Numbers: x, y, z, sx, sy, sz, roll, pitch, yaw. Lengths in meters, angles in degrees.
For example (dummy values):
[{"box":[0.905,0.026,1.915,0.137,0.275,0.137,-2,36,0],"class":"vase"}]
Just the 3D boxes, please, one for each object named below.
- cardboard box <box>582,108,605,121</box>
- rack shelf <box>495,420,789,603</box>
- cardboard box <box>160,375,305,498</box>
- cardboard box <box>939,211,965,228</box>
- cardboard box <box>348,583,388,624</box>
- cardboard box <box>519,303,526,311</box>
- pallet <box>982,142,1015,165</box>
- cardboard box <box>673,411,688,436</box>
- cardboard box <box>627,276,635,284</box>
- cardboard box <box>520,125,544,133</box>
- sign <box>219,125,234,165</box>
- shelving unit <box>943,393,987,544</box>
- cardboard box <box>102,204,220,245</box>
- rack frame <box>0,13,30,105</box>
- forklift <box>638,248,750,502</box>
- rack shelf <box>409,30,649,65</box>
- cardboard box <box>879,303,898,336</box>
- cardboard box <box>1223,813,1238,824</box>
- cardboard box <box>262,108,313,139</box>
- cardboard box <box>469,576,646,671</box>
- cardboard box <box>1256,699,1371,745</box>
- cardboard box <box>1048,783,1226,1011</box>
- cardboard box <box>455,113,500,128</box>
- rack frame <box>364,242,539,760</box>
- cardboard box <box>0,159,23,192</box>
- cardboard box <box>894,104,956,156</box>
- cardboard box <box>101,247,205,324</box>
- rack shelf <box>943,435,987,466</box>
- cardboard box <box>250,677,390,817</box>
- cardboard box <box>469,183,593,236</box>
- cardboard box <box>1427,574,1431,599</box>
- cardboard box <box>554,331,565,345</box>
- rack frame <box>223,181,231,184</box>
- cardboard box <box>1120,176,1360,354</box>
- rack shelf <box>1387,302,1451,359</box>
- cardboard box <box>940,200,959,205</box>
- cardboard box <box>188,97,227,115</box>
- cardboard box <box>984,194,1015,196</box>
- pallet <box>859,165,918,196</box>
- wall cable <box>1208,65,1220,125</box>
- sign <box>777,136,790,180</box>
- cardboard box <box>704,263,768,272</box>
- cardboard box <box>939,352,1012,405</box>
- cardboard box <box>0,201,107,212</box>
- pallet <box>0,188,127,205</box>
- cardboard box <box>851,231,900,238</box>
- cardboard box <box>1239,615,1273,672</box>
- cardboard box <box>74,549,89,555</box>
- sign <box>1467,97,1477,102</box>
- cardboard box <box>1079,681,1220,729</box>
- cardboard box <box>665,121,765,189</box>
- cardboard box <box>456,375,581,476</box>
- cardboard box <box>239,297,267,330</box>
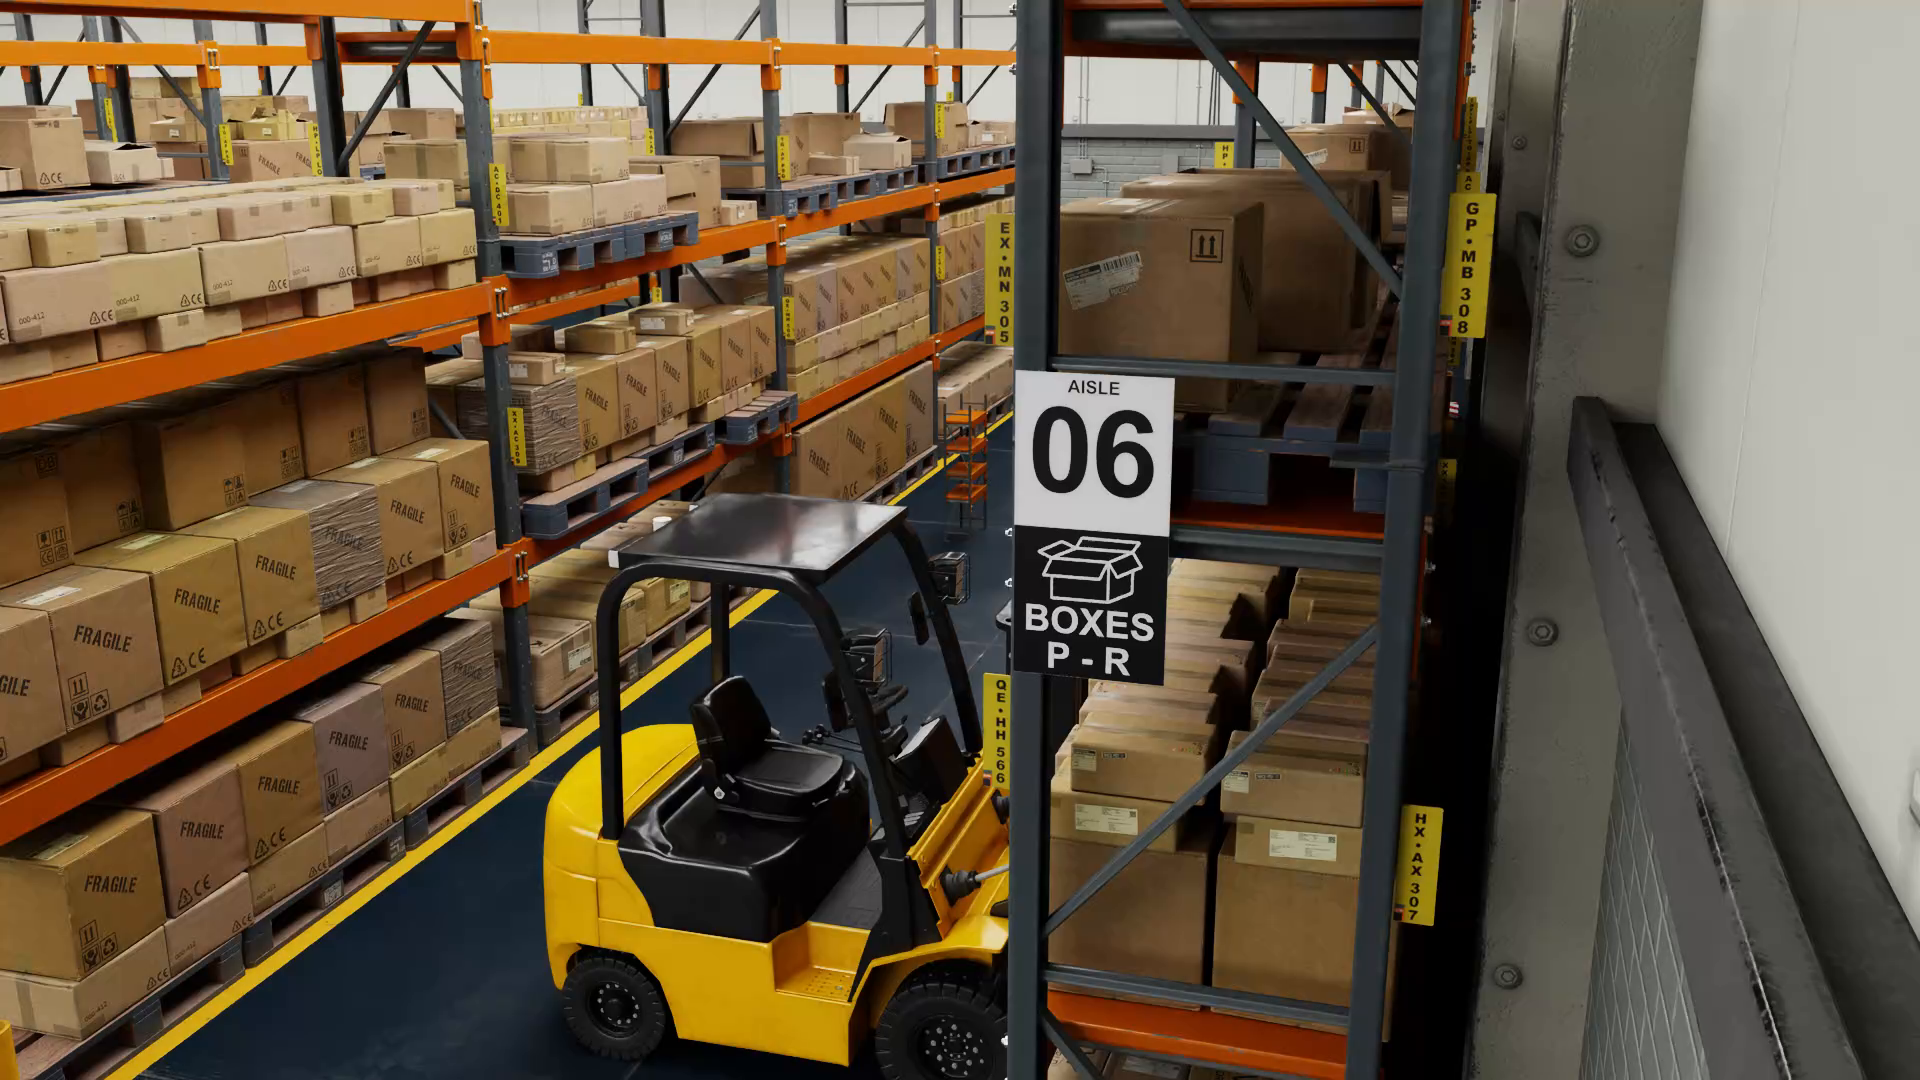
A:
[{"box":[-4.511,-5.126,20.035,0.380,0.149,0.250,4,16,15],"class":"cardboard box"},{"box":[-2.428,-0.376,11.476,1.077,0.370,4.000,5,16,16],"class":"rack shelf"},{"box":[-3.664,-0.511,8.075,0.700,0.500,0.500,4,16,15],"class":"cardboard box"},{"box":[-0.165,-3.394,17.594,0.380,0.149,0.250,5,16,15],"class":"cardboard box"},{"box":[-3.081,0.296,8.249,0.380,0.149,0.250,4,16,15],"class":"cardboard box"},{"box":[-5.101,-2.650,18.637,0.380,0.149,0.250,5,17,17],"class":"cardboard box"},{"box":[0.213,-4.544,19.517,1.003,0.211,1.213,5,16,16],"class":"pallet"},{"box":[-2.092,-0.811,11.382,0.380,0.149,0.250,4,16,14],"class":"cardboard box"},{"box":[-4.346,-3.339,21.063,0.380,0.149,0.250,4,16,15],"class":"cardboard box"},{"box":[-4.984,-4.498,18.552,0.500,0.250,0.500,5,16,16],"class":"cardboard box"},{"box":[-6.104,-3.287,13.833,0.100,0.325,0.005,5,16,16],"class":"sign"},{"box":[0.047,-0.621,14.318,0.258,1.200,0.503,5,16,16],"class":"shelving unit"},{"box":[-3.374,-1.331,7.027,0.380,0.149,0.250,5,17,17],"class":"cardboard box"},{"box":[-13.836,-7.377,23.846,1.000,3.000,0.127,5,16,16],"class":"rack frame"},{"box":[-2.637,-1.950,15.833,1.130,2.935,3.031,5,16,16],"class":"forklift"},{"box":[-4.929,-5.711,19.297,1.077,0.370,4.000,5,16,16],"class":"rack shelf"},{"box":[-0.891,-2.059,15.449,0.500,0.250,0.500,5,17,17],"class":"cardboard box"},{"box":[0.981,0.733,4.875,0.380,0.149,0.250,5,16,16],"class":"cardboard box"},{"box":[-6.074,-3.751,14.974,0.396,0.266,0.258,5,16,16],"class":"cardboard box"},{"box":[-2.649,0.538,10.983,0.950,0.372,0.625,6,17,19],"class":"cardboard box"},{"box":[1.063,0.592,4.826,0.380,0.149,0.250,5,17,18],"class":"cardboard box"},{"box":[0.515,1.035,5.002,0.500,0.500,0.500,4,16,15],"class":"cardboard box"},{"box":[-5.183,-4.510,17.863,0.380,0.149,0.250,4,16,15],"class":"cardboard box"},{"box":[-2.996,-0.199,9.533,1.000,3.000,0.127,5,16,16],"class":"rack frame"},{"box":[-7.036,-2.658,11.999,0.396,0.266,0.258,5,16,16],"class":"cardboard box"},{"box":[-0.354,-4.171,16.903,0.500,0.500,0.500,5,17,17],"class":"cardboard box"},{"box":[-3.459,-1.045,6.750,0.500,0.250,0.500,5,17,18],"class":"cardboard box"},{"box":[0.047,-0.771,14.276,0.258,0.148,0.480,5,16,16],"class":"rack shelf"},{"box":[-3.194,1.004,8.189,0.500,0.500,0.500,6,17,19],"class":"cardboard box"},{"box":[-2.446,-1.893,9.516,0.500,0.250,0.500,4,16,14],"class":"cardboard box"},{"box":[2.167,0.148,8.584,0.500,0.250,0.500,5,17,17],"class":"cardboard box"},{"box":[-2.645,-1.132,11.326,0.500,0.500,0.500,4,16,14],"class":"cardboard box"},{"box":[-6.634,-1.603,14.482,1.000,3.000,0.127,5,16,16],"class":"rack frame"},{"box":[0.906,-0.904,5.388,0.700,0.500,0.500,5,17,16],"class":"cardboard box"},{"box":[2.332,-1.435,9.713,1.077,0.370,4.000,5,16,16],"class":"rack shelf"},{"box":[-0.224,-3.832,19.137,0.380,0.149,0.250,5,17,16],"class":"cardboard box"},{"box":[-9.618,-5.277,20.804,0.700,0.500,0.500,5,17,18],"class":"cardboard box"},{"box":[0.504,-4.070,19.977,0.380,0.149,0.250,5,17,17],"class":"cardboard box"},{"box":[-0.936,-3.399,15.670,0.805,0.209,1.217,4,16,14],"class":"pallet"},{"box":[5.141,-7.467,24.097,2.988,3.039,0.133,5,16,16],"class":"wall cable"},{"box":[-1.340,-2.894,12.592,0.100,0.325,0.005,5,16,16],"class":"sign"},{"box":[-1.826,-2.065,14.096,0.500,0.500,0.500,5,17,17],"class":"cardboard box"},{"box":[0.070,-1.887,19.411,0.875,0.438,0.875,5,17,17],"class":"cardboard box"},{"box":[-3.916,-1.373,7.176,0.380,0.149,0.250,5,17,17],"class":"cardboard box"},{"box":[-7.081,-2.489,12.458,1.003,0.211,1.213,5,17,18],"class":"pallet"},{"box":[-0.854,-2.966,17.273,0.500,0.500,0.500,4,16,15],"class":"cardboard box"},{"box":[0.955,0.363,6.179,0.380,0.149,0.250,5,16,16],"class":"cardboard box"},{"box":[-3.951,0.232,7.286,0.500,0.500,0.500,5,16,16],"class":"cardboard box"},{"box":[5.700,-4.775,18.547,0.100,0.325,0.005,5,16,16],"class":"sign"},{"box":[0.567,0.551,4.971,0.380,0.149,0.250,5,16,16],"class":"cardboard box"},{"box":[-1.897,-3.050,13.131,0.797,0.503,0.637,4,16,12],"class":"cardboard box"},{"box":[-2.588,-0.692,9.775,0.500,0.500,0.500,5,17,17],"class":"cardboard box"},{"box":[-3.324,-1.018,7.384,0.380,0.149,0.250,4,16,15],"class":"cardboard box"}]
